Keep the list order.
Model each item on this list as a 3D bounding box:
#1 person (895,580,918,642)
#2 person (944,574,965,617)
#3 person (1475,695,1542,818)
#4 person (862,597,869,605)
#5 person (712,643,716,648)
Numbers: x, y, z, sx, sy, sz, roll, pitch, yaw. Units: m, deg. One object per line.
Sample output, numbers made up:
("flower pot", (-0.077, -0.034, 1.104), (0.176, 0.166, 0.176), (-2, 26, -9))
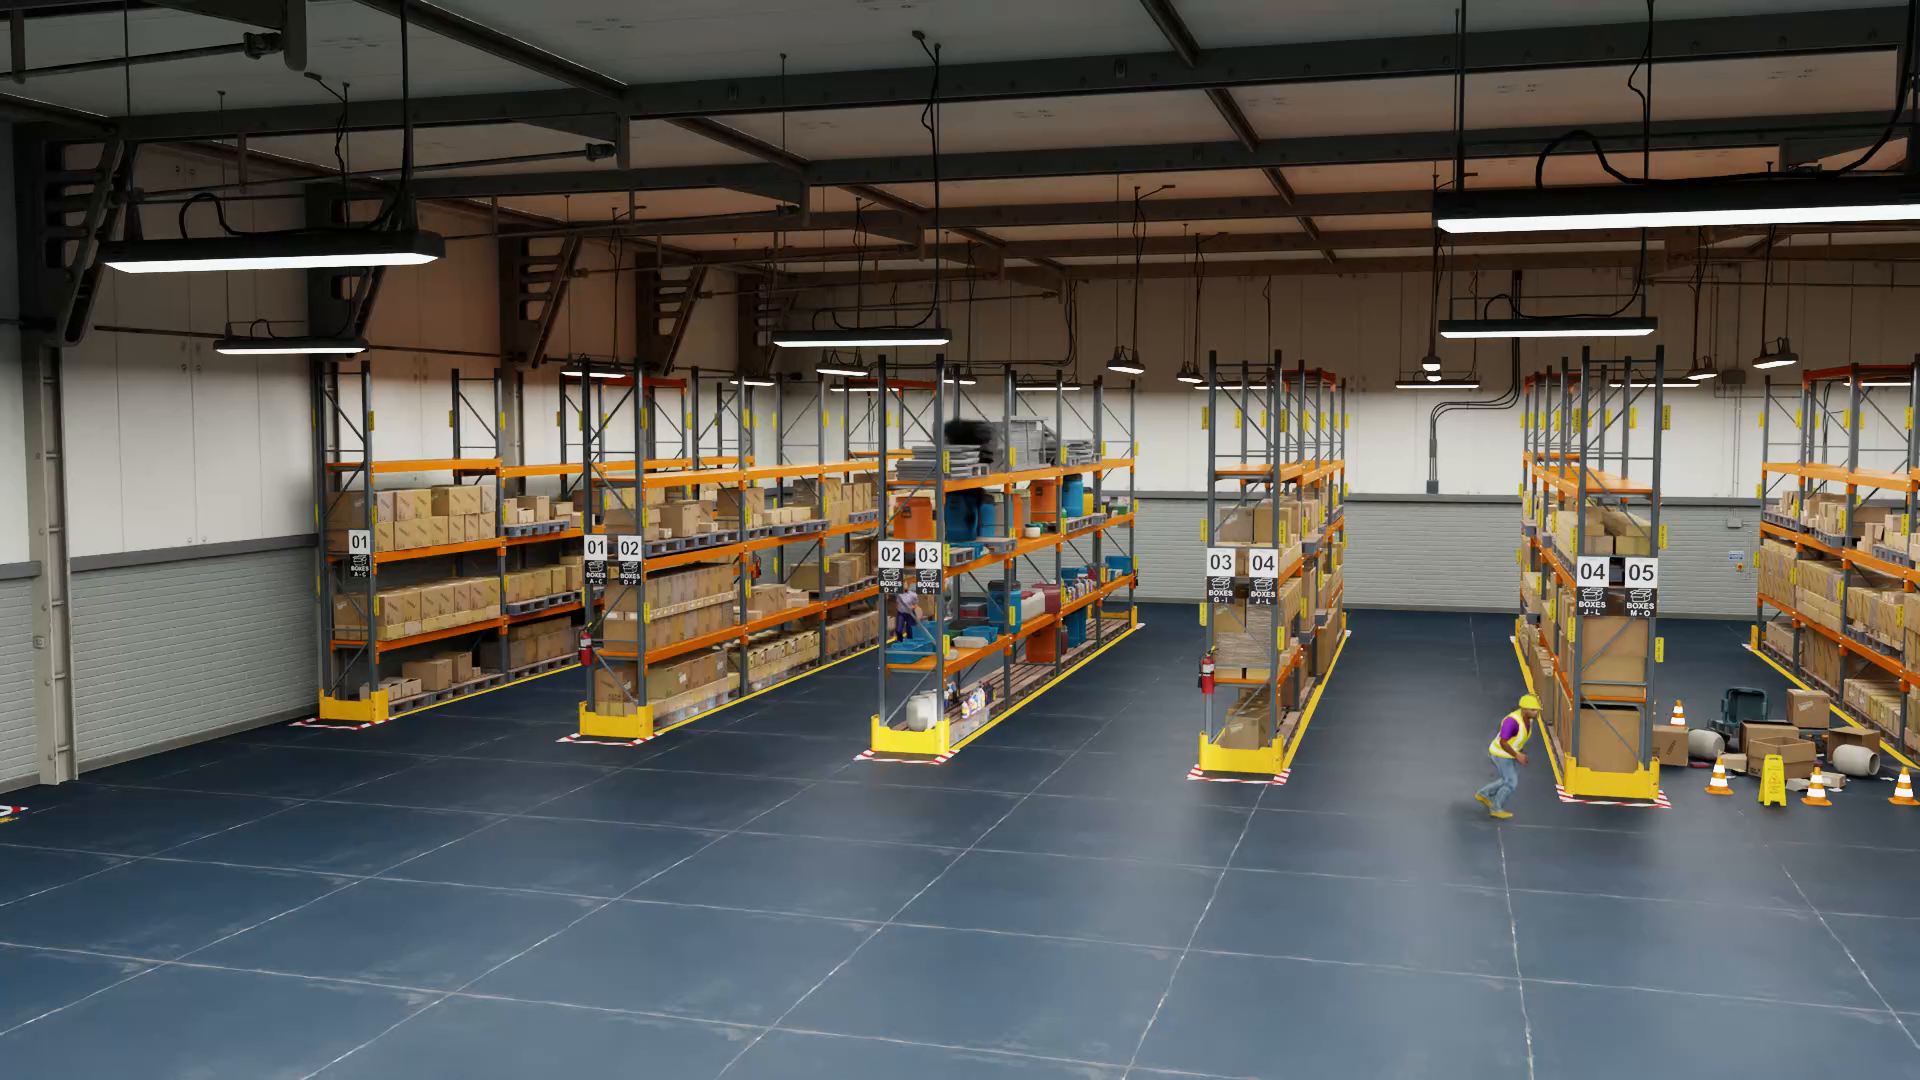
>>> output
("person", (-1.147, 1.672, 35.477), (0.517, 1.666, 0.798), (0, 4, 6))
("person", (-0.172, 1.133, 42.477), (0.594, 1.661, 0.636), (3, 5, 33))
("person", (6.874, 2.703, 20.884), (0.915, 1.606, 0.670), (3, 5, 40))
("person", (-2.677, 1.036, 43.712), (0.907, 1.644, 0.566), (1, 4, 14))
("person", (-5.344, 1.622, 35.318), (0.701, 1.692, 0.948), (0, 4, -1))
